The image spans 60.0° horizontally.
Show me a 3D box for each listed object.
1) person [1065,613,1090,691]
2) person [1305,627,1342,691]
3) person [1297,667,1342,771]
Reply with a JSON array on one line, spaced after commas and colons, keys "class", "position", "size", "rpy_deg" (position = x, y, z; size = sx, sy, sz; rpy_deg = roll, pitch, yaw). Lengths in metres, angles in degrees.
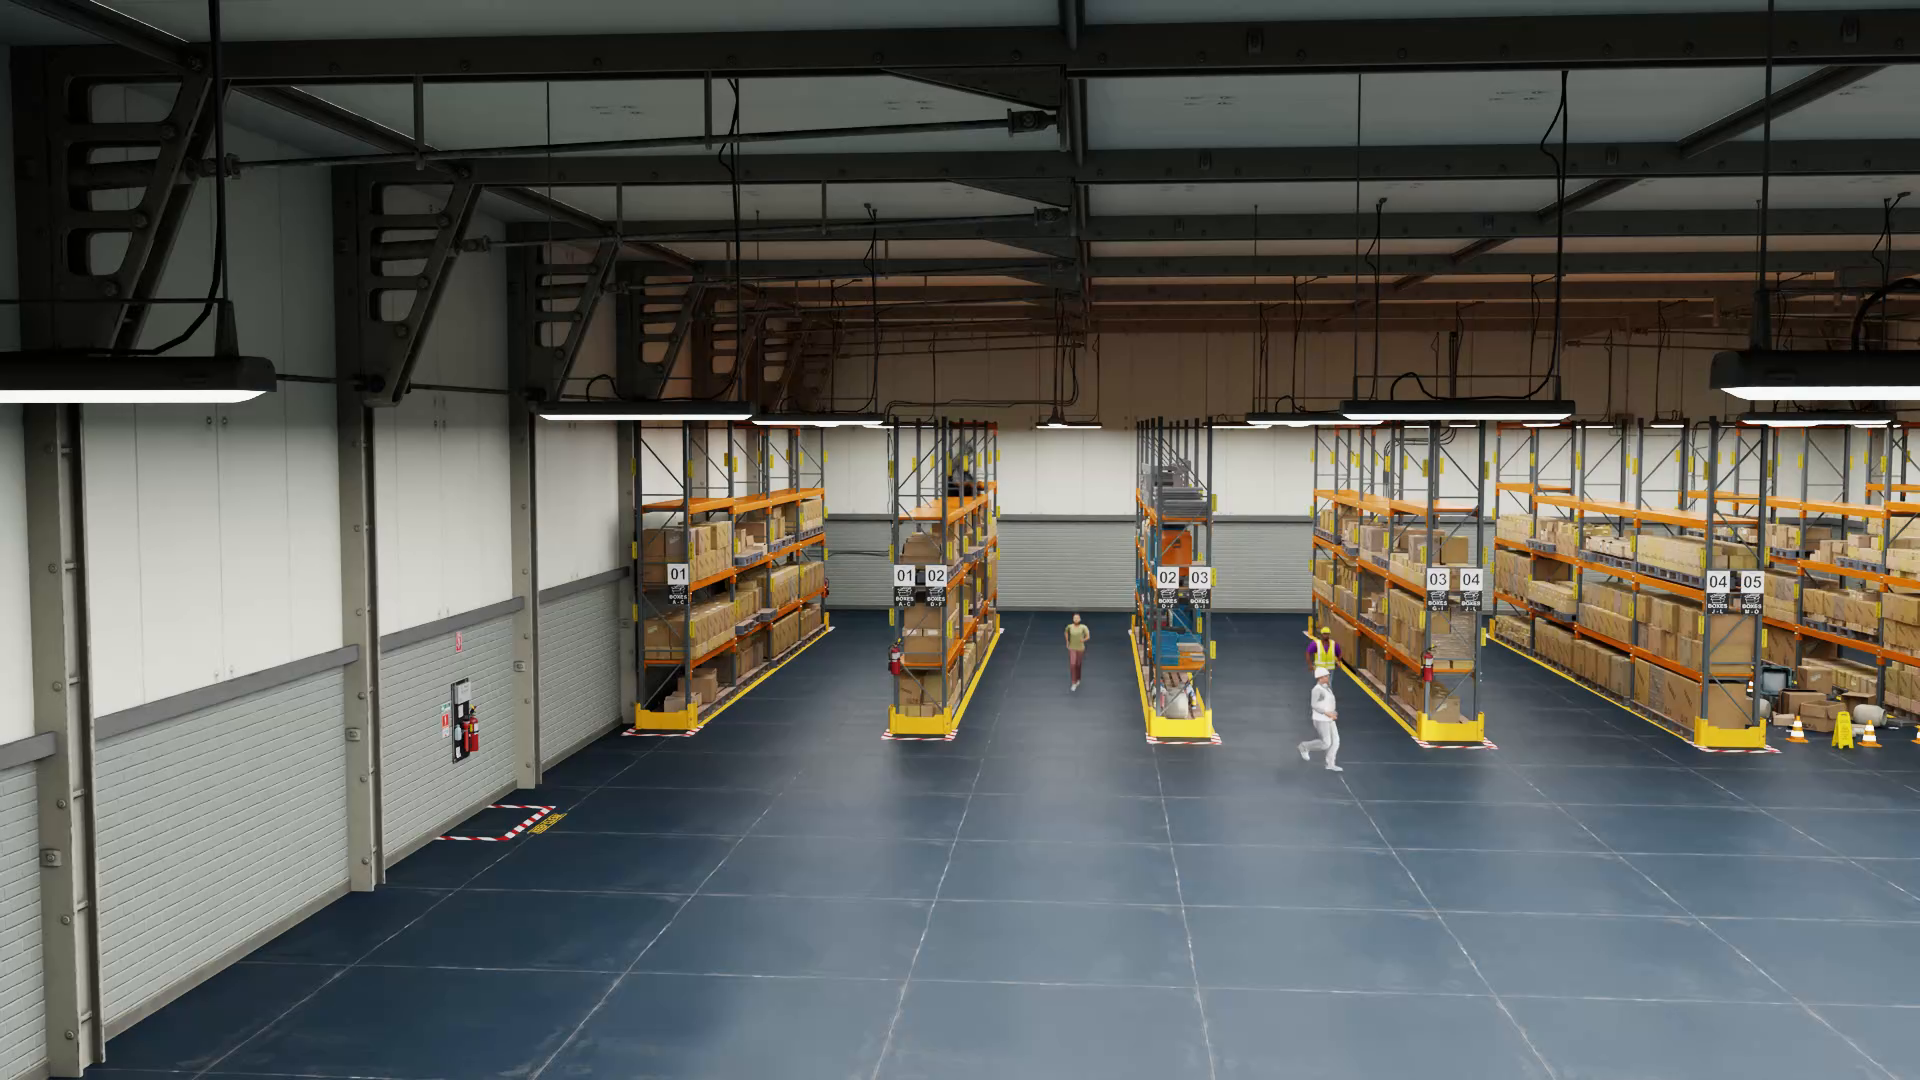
[{"class": "person", "position": [2.618, 2.467, 37.041], "size": [0.569, 1.703, 0.839], "rpy_deg": [0, 4, 3]}, {"class": "person", "position": [7.452, 2.639, 33.878], "size": [0.706, 1.729, 0.574], "rpy_deg": [0, 4, -5]}, {"class": "person", "position": [6.118, 3.019, 28.123], "size": [0.741, 1.737, 0.659], "rpy_deg": [2, 4, 32]}]
